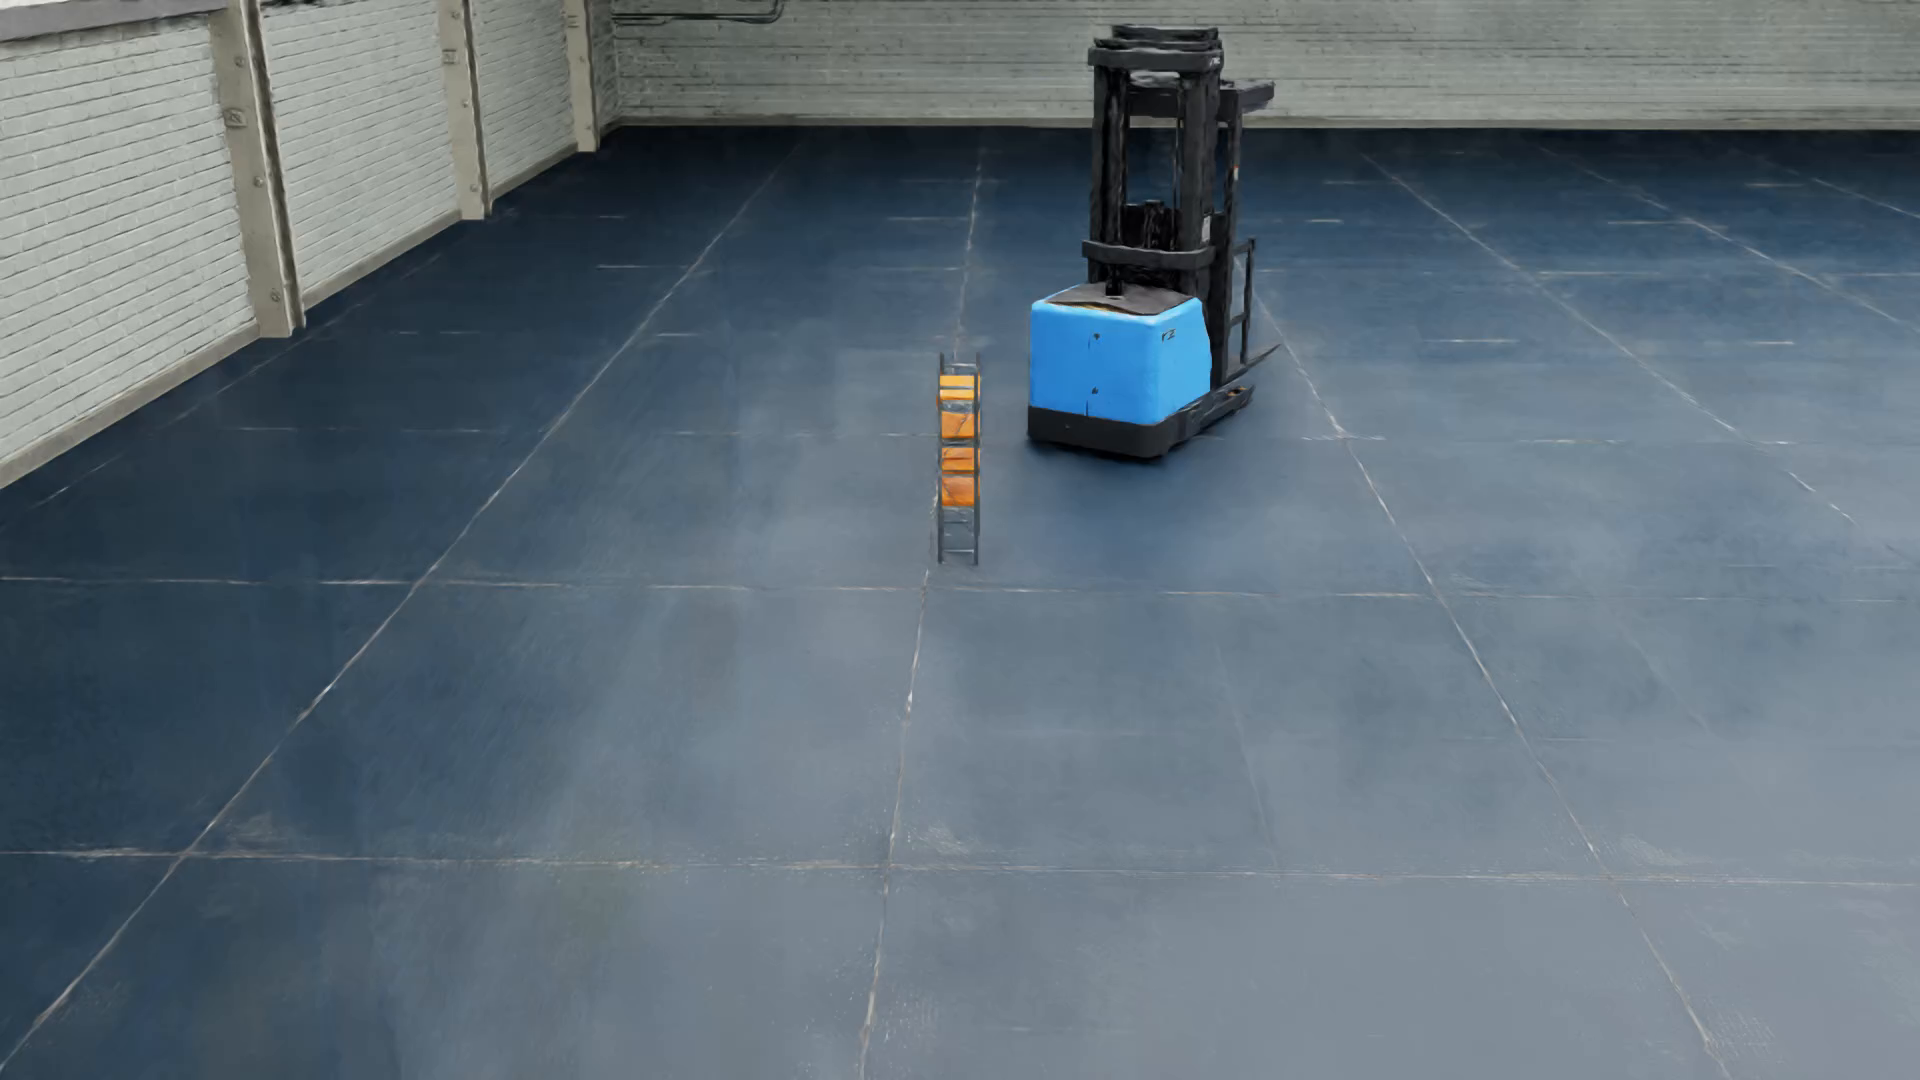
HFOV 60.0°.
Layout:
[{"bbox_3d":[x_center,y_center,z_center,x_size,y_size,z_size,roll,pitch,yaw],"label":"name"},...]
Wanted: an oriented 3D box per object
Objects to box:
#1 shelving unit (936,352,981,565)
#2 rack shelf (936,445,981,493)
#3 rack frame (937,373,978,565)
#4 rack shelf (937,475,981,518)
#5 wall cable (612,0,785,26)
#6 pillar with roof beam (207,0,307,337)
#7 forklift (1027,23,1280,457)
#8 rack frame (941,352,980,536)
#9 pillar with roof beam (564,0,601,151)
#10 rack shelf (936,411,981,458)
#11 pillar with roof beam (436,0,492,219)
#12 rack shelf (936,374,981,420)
[{"bbox_3d":[-0.005,-0.500,10.158,0.258,1.200,0.503,1,21,2],"label":"shelving unit"},{"bbox_3d":[-0.005,-0.437,10.182,0.258,0.148,0.480,1,21,2],"label":"rack shelf"},{"bbox_3d":[-0.012,-0.411,9.930,0.240,1.200,0.015,1,21,2],"label":"rack frame"},{"bbox_3d":[-0.005,-0.252,10.254,0.258,0.148,0.480,1,21,2],"label":"rack shelf"},{"bbox_3d":[-4.562,-10.085,28.374,3.097,2.526,0.112,1,21,2],"label":"wall cable"},{"bbox_3d":[-2.035,-6.096,13.801,9.100,9.000,0.400,1,21,2],"label":"pillar with roof beam"},{"bbox_3d":[1.683,-2.441,12.768,1.130,2.935,3.031,12,24,28],"label":"forklift"},{"bbox_3d":[0.002,-0.588,10.385,0.240,1.200,0.015,1,21,2],"label":"rack frame"},{"bbox_3d":[-1.670,-10.435,24.983,9.100,9.000,0.400,1,21,2],"label":"pillar with roof beam"},{"bbox_3d":[-0.005,-0.645,10.101,0.258,0.148,0.480,1,21,2],"label":"rack shelf"},{"bbox_3d":[-1.852,-8.266,19.392,9.100,9.000,0.400,1,21,2],"label":"pillar with roof beam"},{"bbox_3d":[-0.005,-0.866,10.015,0.258,0.148,0.480,1,21,2],"label":"rack shelf"}]
